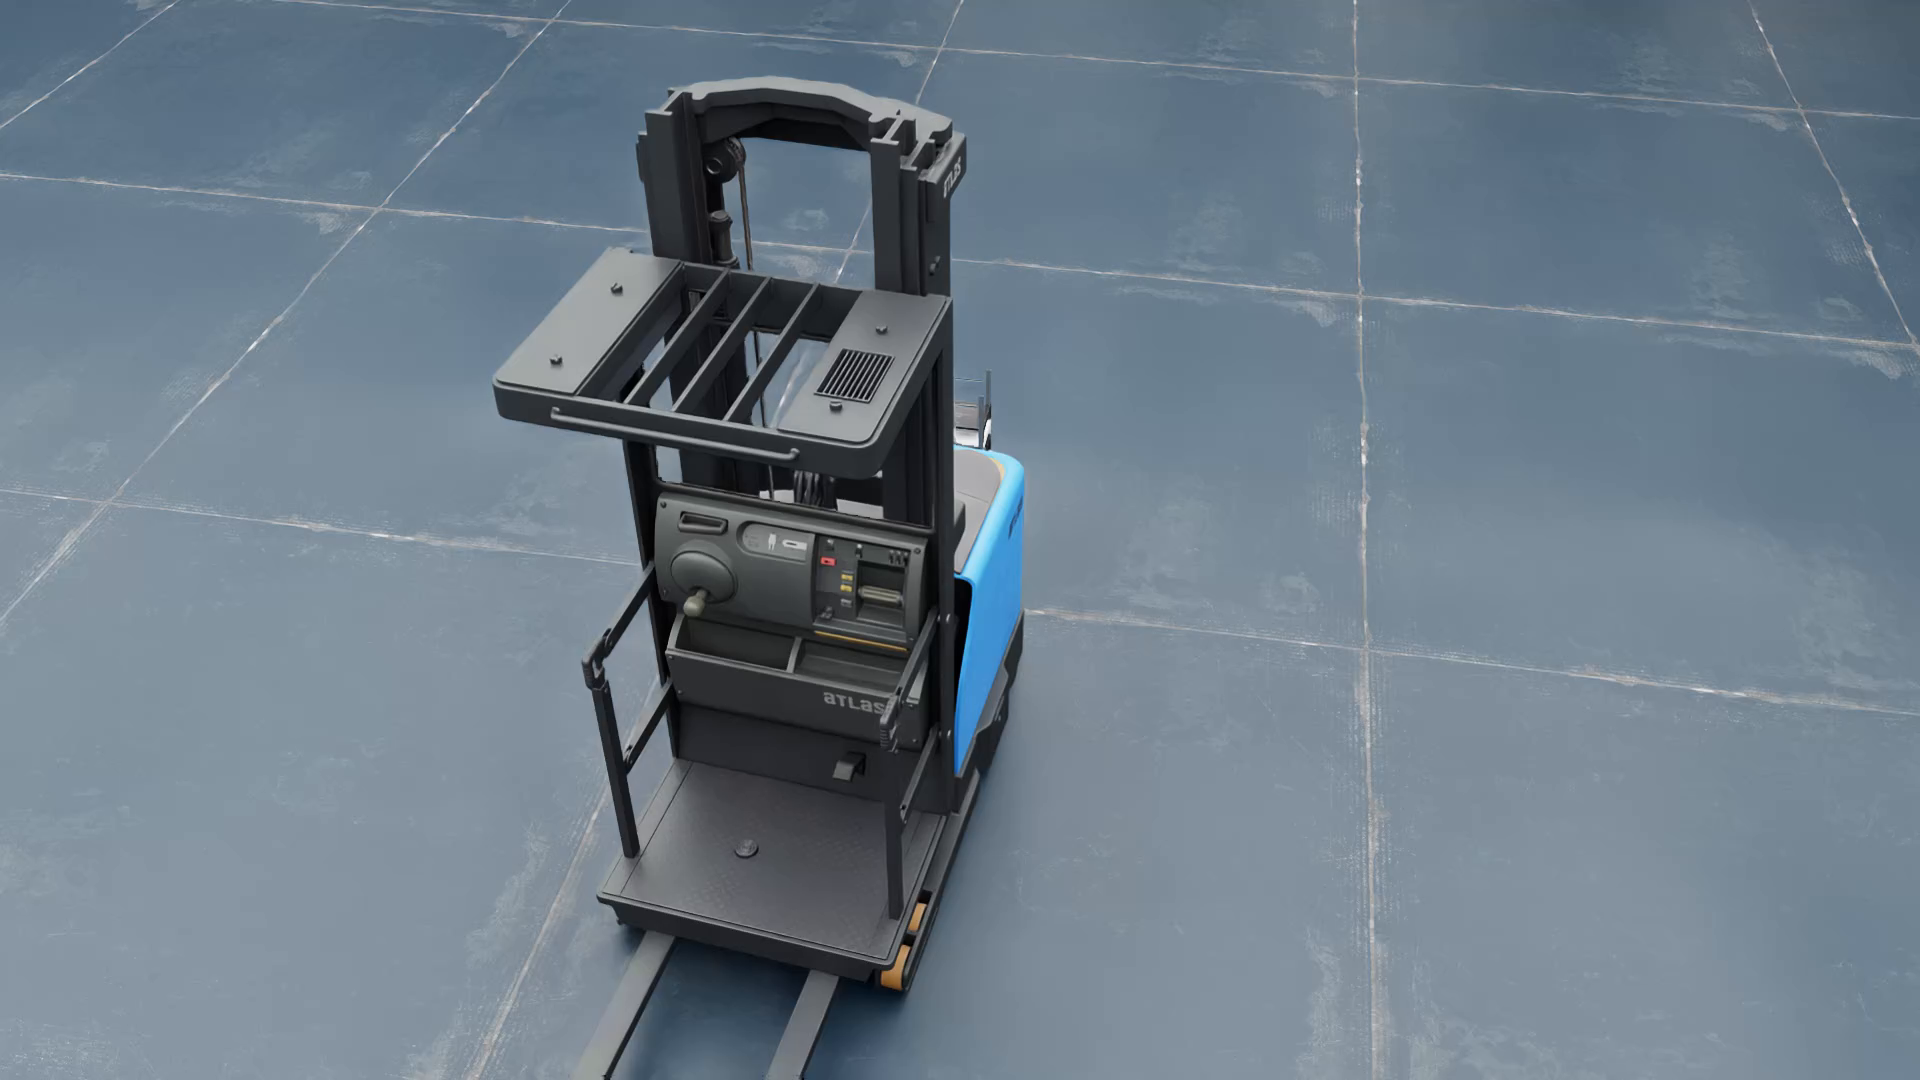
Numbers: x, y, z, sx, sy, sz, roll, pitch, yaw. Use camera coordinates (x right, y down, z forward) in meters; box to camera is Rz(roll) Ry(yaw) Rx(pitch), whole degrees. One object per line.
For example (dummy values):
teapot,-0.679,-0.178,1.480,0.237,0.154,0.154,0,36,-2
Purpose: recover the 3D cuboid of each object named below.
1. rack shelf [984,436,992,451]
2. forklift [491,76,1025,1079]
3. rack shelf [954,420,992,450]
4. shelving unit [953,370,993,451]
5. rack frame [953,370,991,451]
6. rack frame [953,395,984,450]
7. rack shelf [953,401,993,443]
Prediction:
rack shelf,0.001,-0.396,7.530,0.258,0.077,0.200,6,40,8
forklift,-0.623,0.185,5.323,1.130,2.935,3.031,10,41,12
rack shelf,0.001,-0.465,7.473,0.258,0.077,0.200,6,40,8
shelving unit,0.001,-0.352,7.566,0.258,0.900,0.210,6,40,8
rack frame,0.019,-0.416,7.643,0.240,0.900,0.006,6,40,8
rack frame,-0.016,-0.288,7.489,0.240,0.900,0.006,6,40,8
rack shelf,0.001,-0.534,7.415,0.258,0.077,0.200,6,40,8
